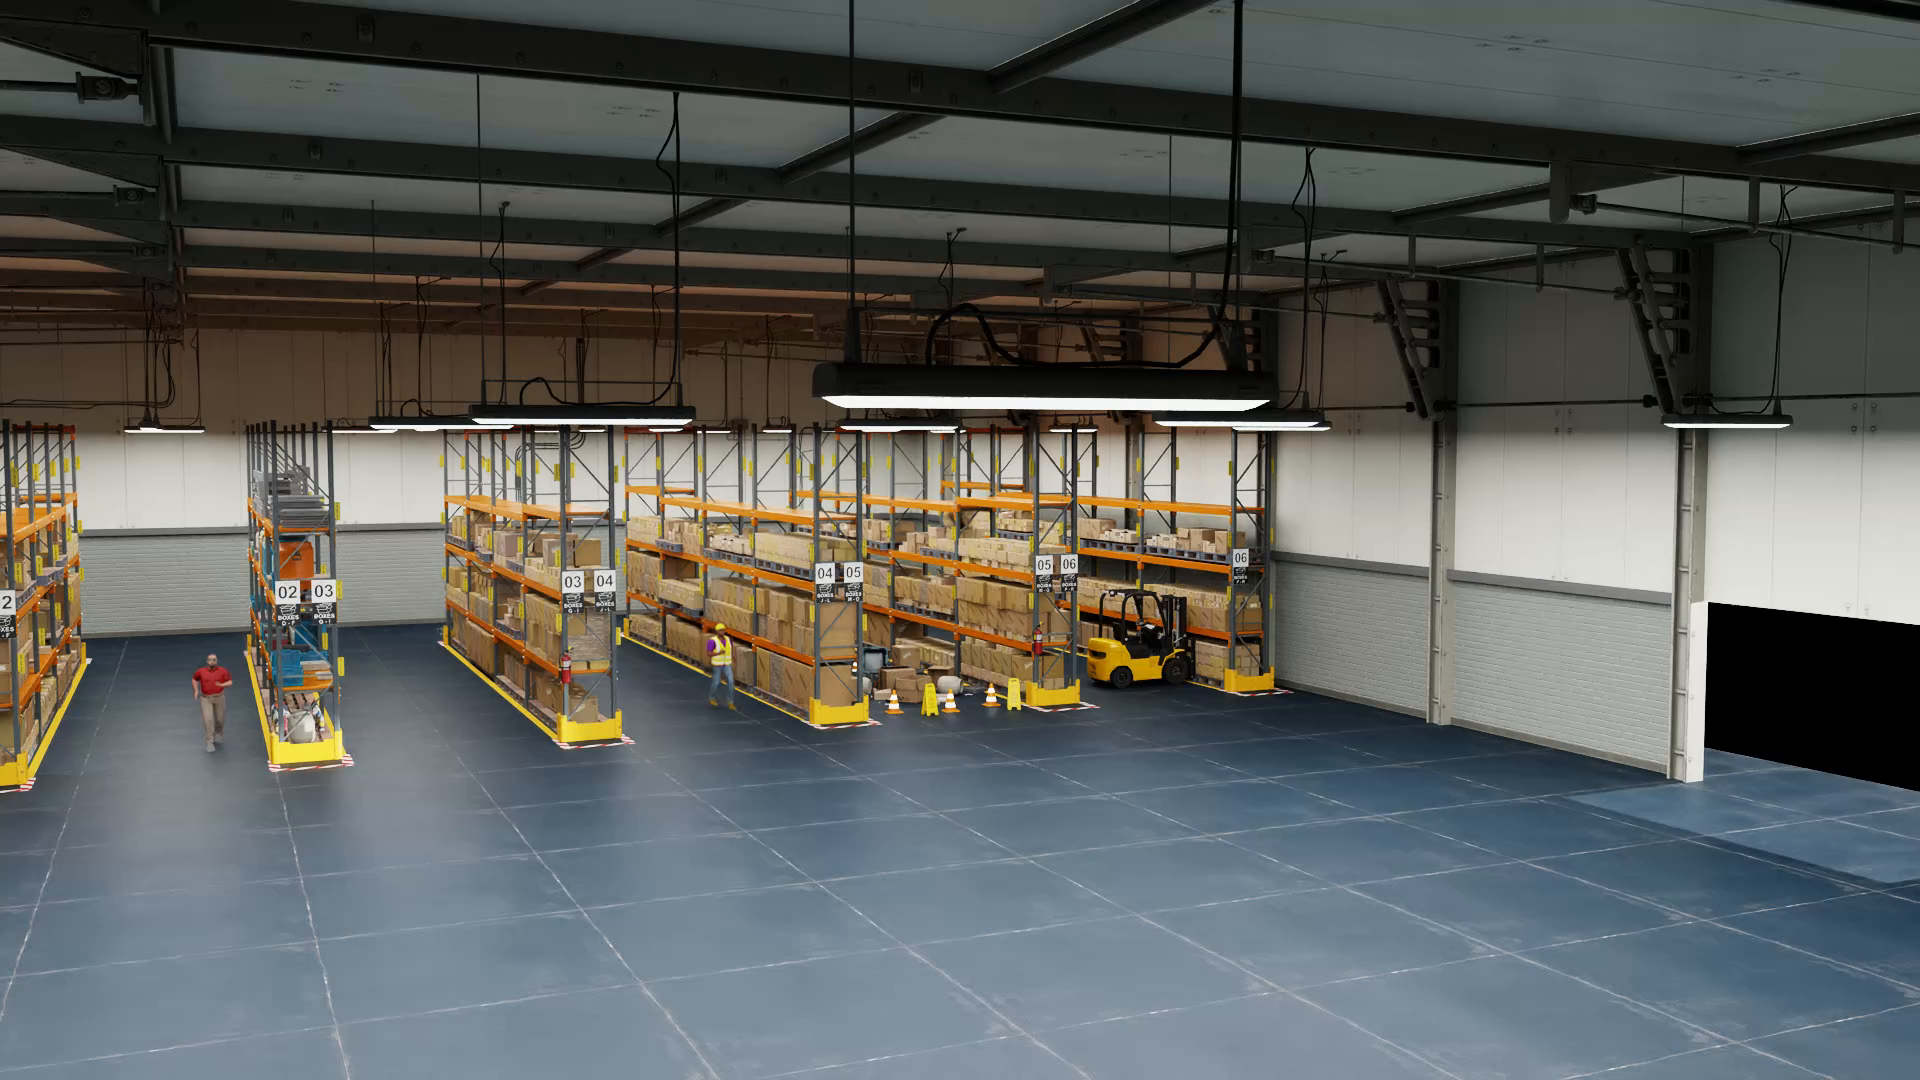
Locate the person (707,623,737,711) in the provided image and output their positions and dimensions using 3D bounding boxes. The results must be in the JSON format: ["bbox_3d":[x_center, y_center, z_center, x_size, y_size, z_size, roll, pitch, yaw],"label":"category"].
[{"bbox_3d":[-5.002,2.652,34.861,0.692,1.820,0.796,-2,4,-30],"label":"person"}]

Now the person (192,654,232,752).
[{"bbox_3d":[-13.662,2.940,30.412,0.662,1.711,0.989,-2,4,-27],"label":"person"}]
